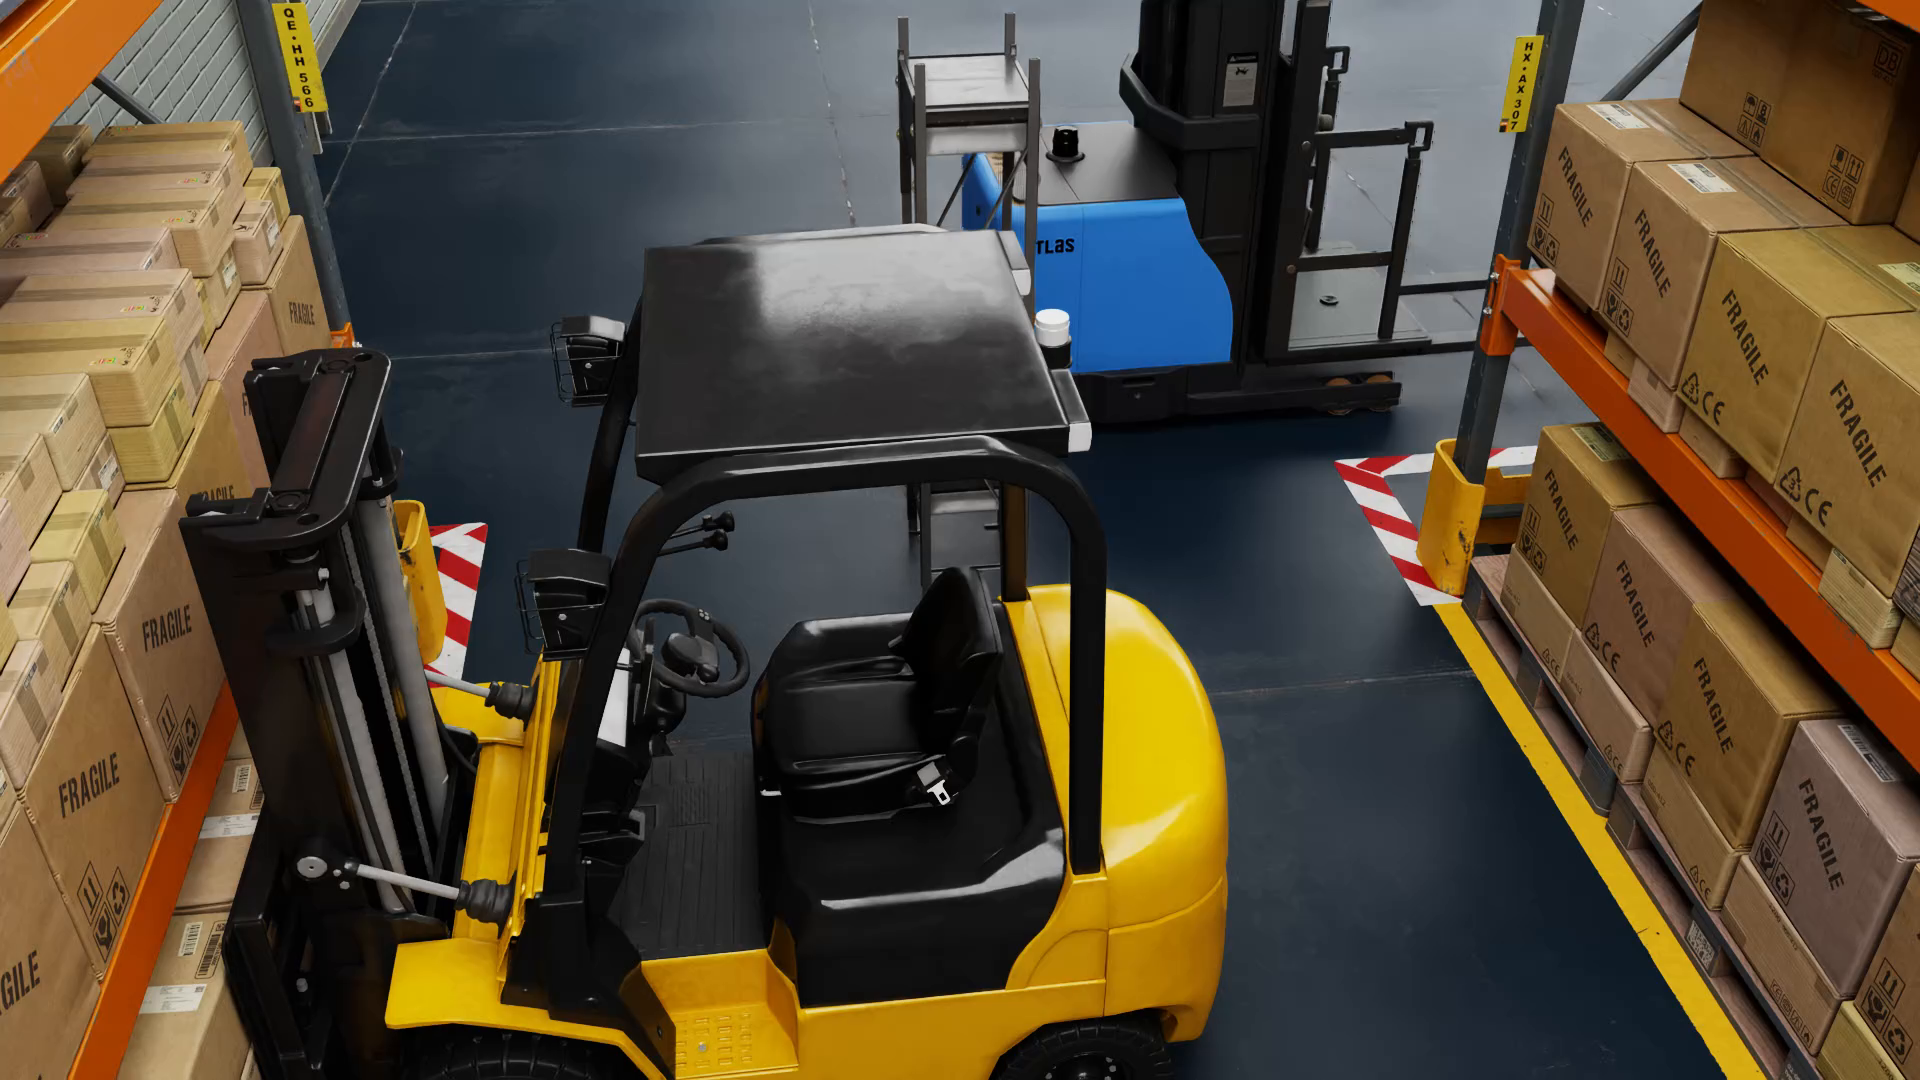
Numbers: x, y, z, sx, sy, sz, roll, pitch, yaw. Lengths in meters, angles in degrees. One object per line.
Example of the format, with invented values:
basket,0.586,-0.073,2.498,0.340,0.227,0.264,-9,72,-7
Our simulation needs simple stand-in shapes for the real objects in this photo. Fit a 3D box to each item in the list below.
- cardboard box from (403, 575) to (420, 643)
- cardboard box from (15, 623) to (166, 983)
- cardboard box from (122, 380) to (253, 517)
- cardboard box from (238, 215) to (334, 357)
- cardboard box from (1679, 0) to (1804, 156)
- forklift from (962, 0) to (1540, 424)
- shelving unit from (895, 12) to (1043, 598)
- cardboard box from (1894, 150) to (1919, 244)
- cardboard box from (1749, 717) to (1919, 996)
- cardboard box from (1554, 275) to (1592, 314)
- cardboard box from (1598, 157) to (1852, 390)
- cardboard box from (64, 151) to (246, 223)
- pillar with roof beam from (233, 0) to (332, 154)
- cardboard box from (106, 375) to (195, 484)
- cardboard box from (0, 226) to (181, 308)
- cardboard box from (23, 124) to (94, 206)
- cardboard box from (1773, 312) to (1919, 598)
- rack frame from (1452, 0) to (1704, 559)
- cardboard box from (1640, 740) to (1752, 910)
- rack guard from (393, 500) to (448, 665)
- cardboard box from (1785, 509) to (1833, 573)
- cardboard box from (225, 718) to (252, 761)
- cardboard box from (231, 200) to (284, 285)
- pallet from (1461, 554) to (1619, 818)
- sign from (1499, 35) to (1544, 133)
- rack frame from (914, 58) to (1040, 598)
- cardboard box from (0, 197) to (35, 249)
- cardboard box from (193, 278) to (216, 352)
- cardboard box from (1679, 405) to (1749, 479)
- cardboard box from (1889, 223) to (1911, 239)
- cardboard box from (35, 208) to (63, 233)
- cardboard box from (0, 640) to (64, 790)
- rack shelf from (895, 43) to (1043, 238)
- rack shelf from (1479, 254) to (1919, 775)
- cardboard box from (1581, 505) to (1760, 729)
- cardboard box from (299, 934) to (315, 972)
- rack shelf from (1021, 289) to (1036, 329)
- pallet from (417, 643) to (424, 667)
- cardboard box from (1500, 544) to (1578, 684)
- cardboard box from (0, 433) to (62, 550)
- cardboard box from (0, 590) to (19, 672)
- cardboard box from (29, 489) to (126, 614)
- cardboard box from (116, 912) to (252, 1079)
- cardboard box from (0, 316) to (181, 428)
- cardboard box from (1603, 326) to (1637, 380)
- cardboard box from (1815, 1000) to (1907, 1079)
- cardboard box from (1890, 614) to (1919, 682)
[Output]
cardboard box,-2.130,0.377,5.602,0.500,0.250,0.500,-4,34,-6
cardboard box,-1.925,0.528,3.223,0.500,0.500,0.500,-5,35,-7
cardboard box,-2.050,-0.034,4.048,0.500,0.500,0.500,-5,35,-7
cardboard box,-2.180,-0.610,4.893,0.500,0.500,0.500,-5,35,-7
cardboard box,2.697,-1.511,5.062,0.700,0.500,0.500,-5,35,-8
forklift,1.560,-2.069,7.183,3.031,2.935,1.130,-5,35,-8
shelving unit,0.022,-0.775,6.023,0.431,2.100,0.503,-4,35,-6
cardboard box,2.928,-0.951,4.241,0.700,0.500,0.500,-5,35,-7
cardboard box,2.464,0.805,4.308,0.500,0.500,0.500,-3,34,-4
cardboard box,2.252,-0.893,5.619,0.380,0.149,0.250,-4,35,-6
cardboard box,2.273,-0.792,4.895,0.500,0.500,0.500,-3,34,-5
cardboard box,-2.185,-0.937,4.532,0.380,0.149,0.250,-4,35,-6
pillar with roof beam,0.153,-6.520,8.327,9.100,9.000,0.400,-4,35,-6
cardboard box,-1.985,-0.247,3.784,0.380,0.149,0.250,-4,34,-6
cardboard box,-2.164,-0.648,4.109,0.380,0.149,0.250,-4,34,-6
cardboard box,-2.673,-1.052,4.702,0.380,0.149,0.250,-5,35,-7
cardboard box,2.420,-0.224,4.063,0.500,0.500,0.500,-5,35,-7
rack frame,2.412,-1.202,5.850,1.000,3.000,0.127,-4,35,-6
cardboard box,2.393,0.821,4.950,0.500,0.250,0.500,-2,34,-3
rack guard,-2.510,0.196,6.019,1.175,0.500,0.348,-4,35,-6
cardboard box,2.414,-0.019,4.338,0.380,0.149,0.250,-5,35,-8
cardboard box,-1.983,0.524,4.498,0.500,0.250,0.500,-4,34,-6
cardboard box,-2.118,-0.820,4.626,0.380,0.149,0.250,-4,34,-6
pallet,2.496,0.449,5.904,1.003,0.211,1.213,-4,35,-6
sign,1.874,-1.518,5.546,0.100,0.325,0.005,-4,35,-6
rack frame,0.055,-0.639,5.823,0.400,2.100,0.015,-4,35,-6
cardboard box,-2.622,-0.758,4.269,0.380,0.149,0.250,-4,34,-5
cardboard box,-2.122,-0.532,4.202,0.380,0.149,0.250,-5,35,-7
cardboard box,2.312,-0.312,4.767,0.380,0.149,0.250,-3,34,-5
cardboard box,2.821,-0.804,4.914,0.500,0.500,0.500,-4,35,-6
cardboard box,-2.621,-0.791,4.583,0.380,0.149,0.250,-4,35,-6
cardboard box,-1.843,0.324,2.946,0.380,0.149,0.250,-5,35,-7
rack shelf,0.022,-1.342,5.637,0.431,0.518,0.480,-4,35,-6
rack shelf,2.681,0.212,4.415,1.077,0.370,4.000,-4,35,-6
cardboard box,2.325,0.227,5.156,0.500,0.500,0.500,-6,35,-8
cardboard box,-1.920,1.027,4.204,0.500,0.250,0.500,-4,35,-7
rack shelf,0.022,-0.764,6.031,0.431,0.518,0.480,-4,35,-6
pallet,-2.362,0.752,5.459,1.003,0.211,1.213,-4,35,-6
cardboard box,2.246,0.232,5.815,0.500,0.250,0.500,-5,35,-7
cardboard box,-2.020,-0.075,3.267,0.380,0.149,0.250,-4,35,-6
cardboard box,-1.880,0.201,2.863,0.380,0.149,0.250,-5,35,-7
cardboard box,-1.939,0.037,3.368,0.380,0.149,0.250,-5,35,-7
cardboard box,-1.860,1.101,3.651,0.500,0.250,0.500,-3,34,-5
cardboard box,-1.978,-0.367,3.697,0.380,0.149,0.250,-4,34,-5
cardboard box,2.256,-0.599,5.188,0.380,0.149,0.250,-5,35,-8
cardboard box,2.522,1.387,4.120,0.500,0.250,0.500,-5,35,-8
cardboard box,2.460,0.266,3.919,0.380,0.149,0.250,-5,35,-7
